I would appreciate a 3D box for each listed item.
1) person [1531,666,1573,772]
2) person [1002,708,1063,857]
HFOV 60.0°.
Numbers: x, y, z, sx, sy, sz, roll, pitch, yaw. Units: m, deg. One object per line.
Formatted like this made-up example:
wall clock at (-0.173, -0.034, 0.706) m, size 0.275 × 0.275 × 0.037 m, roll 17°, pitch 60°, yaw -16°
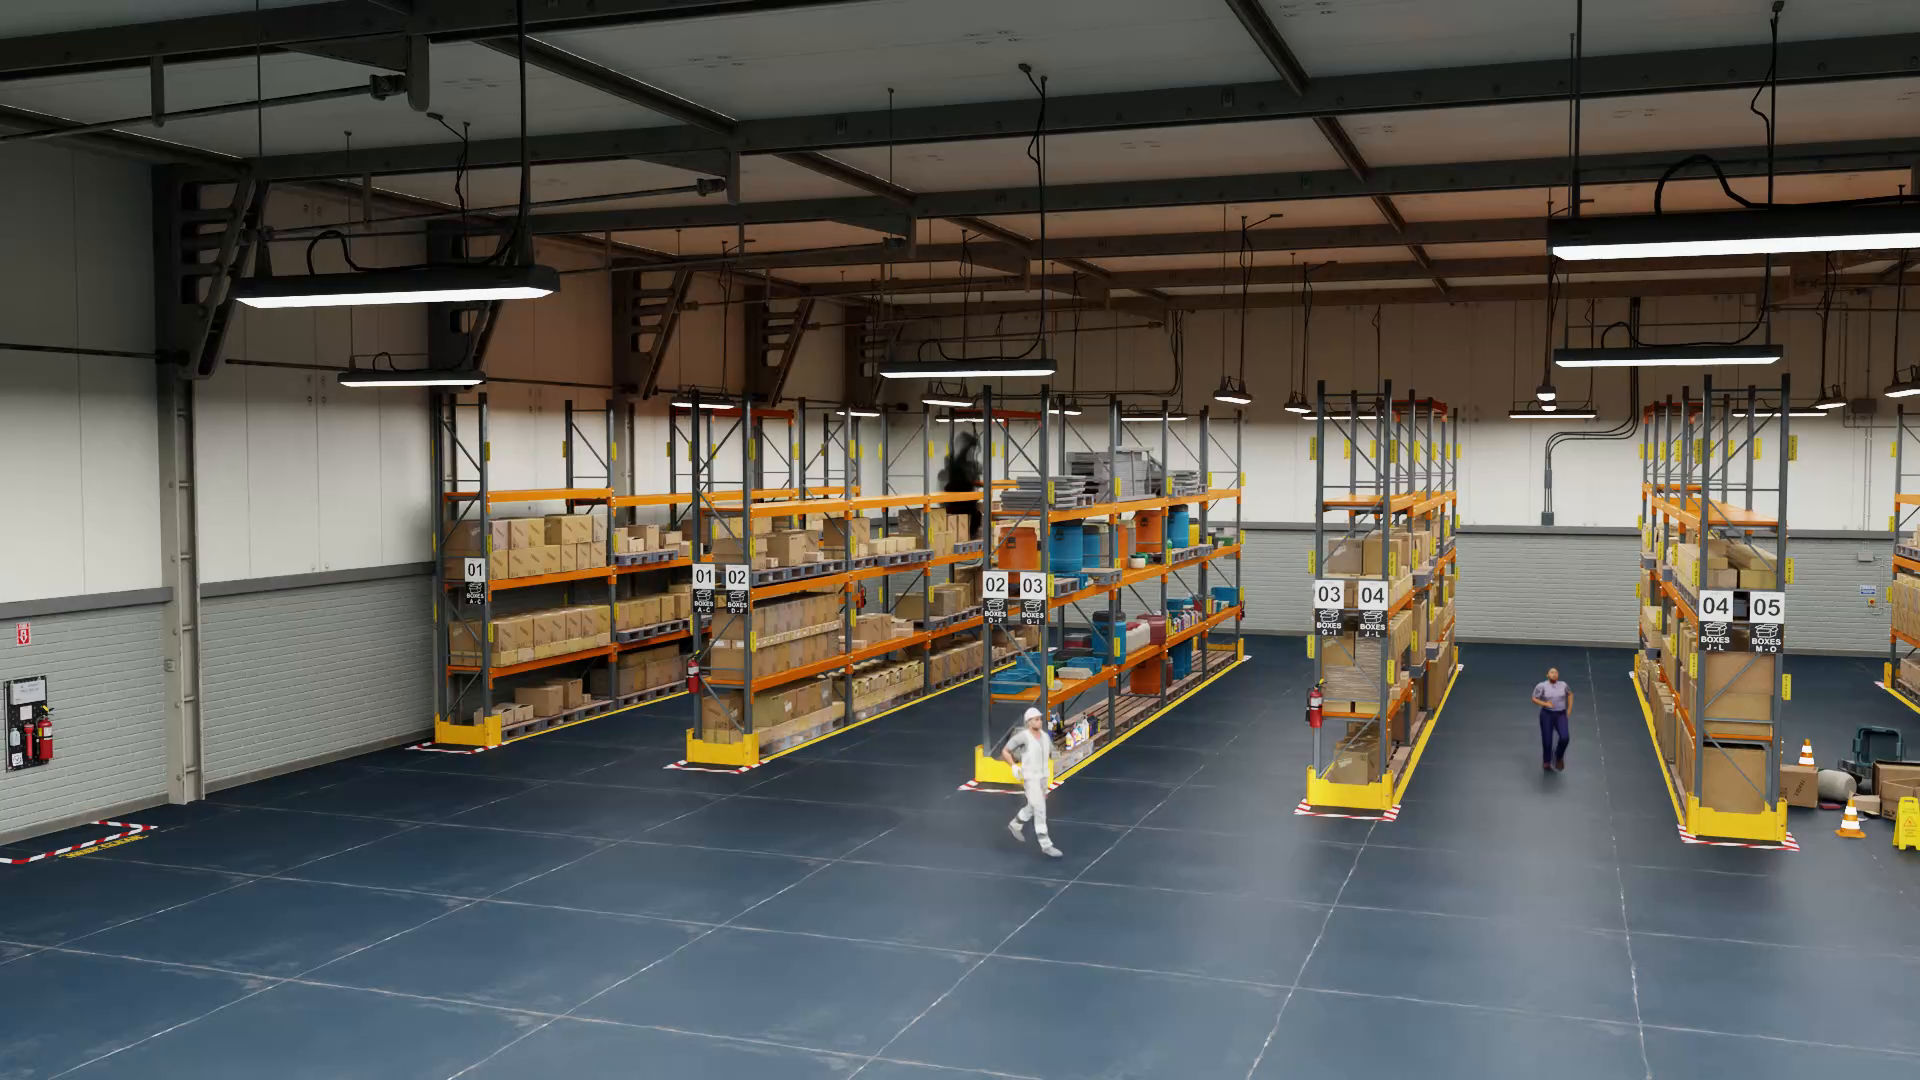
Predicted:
person at (9.281, 2.799, 26.014) m, size 0.667 × 1.641 × 0.604 m, roll 0°, pitch 3°, yaw 6°
person at (0.926, 2.974, 20.692) m, size 1.002 × 1.773 × 0.662 m, roll 3°, pitch 4°, yaw 44°
